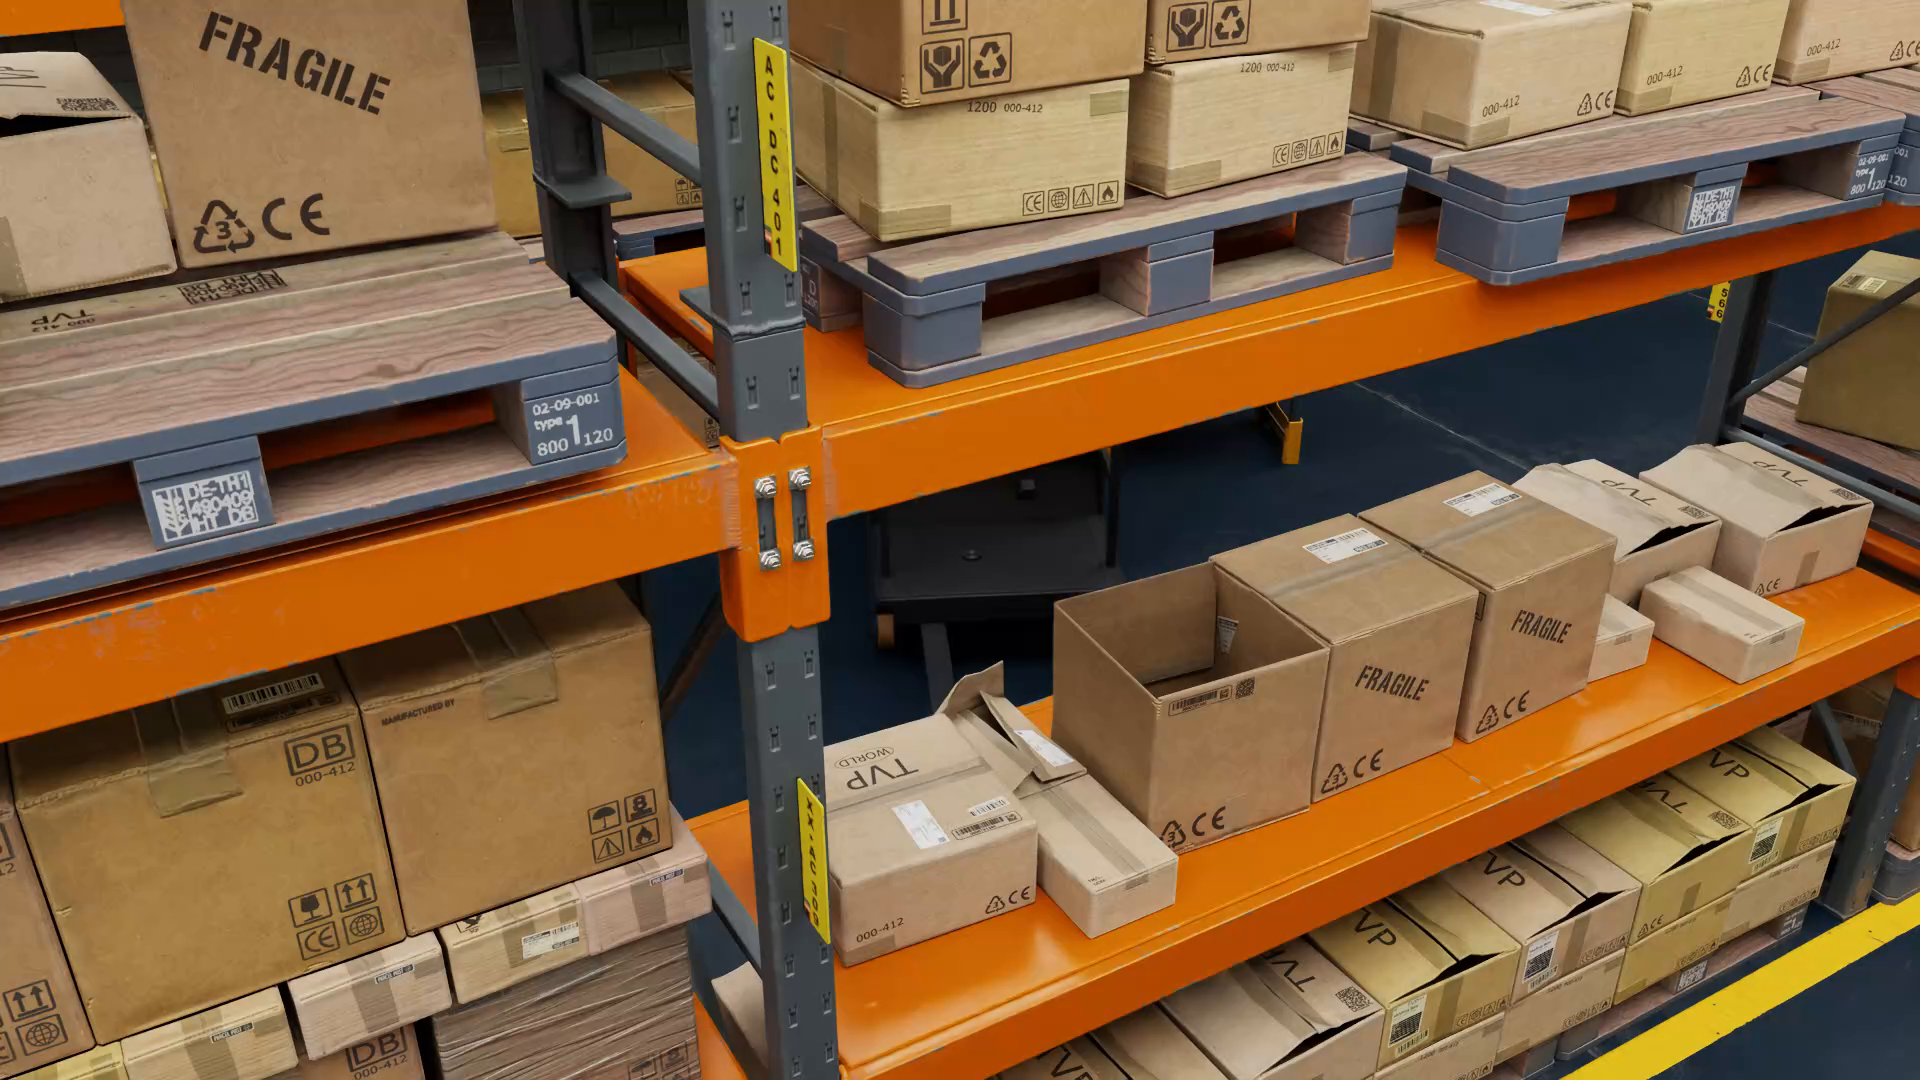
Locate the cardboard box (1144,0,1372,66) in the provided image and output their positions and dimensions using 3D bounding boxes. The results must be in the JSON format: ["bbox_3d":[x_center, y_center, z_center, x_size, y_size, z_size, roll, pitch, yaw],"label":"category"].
[{"bbox_3d":[0.478,-1.262,3.273,0.500,0.500,0.500,-13,31,-22],"label":"cardboard box"}]

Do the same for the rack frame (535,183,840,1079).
[{"bbox_3d":[-0.553,0.781,3.730,0.127,3.000,1.000,-16,33,-26],"label":"rack frame"}]

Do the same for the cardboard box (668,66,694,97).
[{"bbox_3d":[-1.080,-2.064,8.326,0.500,0.500,0.700,-16,33,-26],"label":"cardboard box"}]

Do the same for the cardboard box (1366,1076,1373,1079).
[{"bbox_3d":[0.807,1.553,4.743,0.500,0.250,0.500,-17,33,-28],"label":"cardboard box"}]

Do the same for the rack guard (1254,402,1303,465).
[{"bbox_3d":[1.754,-0.658,9.183,0.087,0.250,0.587,-4,29,-7],"label":"rack guard"}]

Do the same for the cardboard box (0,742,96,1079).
[{"bbox_3d":[-1.800,0.527,2.745,0.500,0.500,0.700,-16,33,-26],"label":"cardboard box"}]

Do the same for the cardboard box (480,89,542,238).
[{"bbox_3d":[-2.125,-1.762,7.780,0.500,0.500,0.700,-12,31,-21],"label":"cardboard box"}]

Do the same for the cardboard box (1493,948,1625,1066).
[{"bbox_3d":[1.688,1.302,5.198,0.500,0.250,0.500,-15,32,-25],"label":"cardboard box"}]

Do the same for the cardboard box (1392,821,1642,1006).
[{"bbox_3d":[1.687,1.059,5.057,0.500,0.311,0.500,-16,33,-27],"label":"cardboard box"}]

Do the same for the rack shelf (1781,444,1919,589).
[{"bbox_3d":[4.620,-0.373,6.566,4.000,0.370,1.077,-16,33,-26],"label":"rack shelf"}]

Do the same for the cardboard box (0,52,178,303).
[{"bbox_3d":[-1.587,-0.593,2.628,0.500,0.311,0.500,-18,34,-29],"label":"cardboard box"}]

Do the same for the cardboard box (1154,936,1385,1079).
[{"bbox_3d":[0.809,1.310,4.602,0.500,0.311,0.500,-17,33,-28],"label":"cardboard box"}]

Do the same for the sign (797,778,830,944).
[{"bbox_3d":[-0.271,0.598,3.084,0.005,0.325,0.100,-16,33,-26],"label":"sign"}]

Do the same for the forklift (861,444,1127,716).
[{"bbox_3d":[0.143,-0.966,6.966,1.130,2.935,3.031,-3,29,-5],"label":"forklift"}]

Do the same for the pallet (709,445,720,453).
[{"bbox_3d":[-1.343,-0.553,9.033,1.213,0.211,1.003,-16,33,-26],"label":"pallet"}]

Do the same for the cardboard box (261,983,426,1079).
[{"bbox_3d":[-1.384,0.980,3.266,0.500,0.500,0.700,-16,33,-27],"label":"cardboard box"}]

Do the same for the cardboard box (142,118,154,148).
[{"bbox_3d":[-3.577,-1.525,7.268,0.500,0.500,0.500,-17,33,-27],"label":"cardboard box"}]

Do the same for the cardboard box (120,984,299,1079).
[{"bbox_3d":[-1.344,0.799,2.924,0.250,0.149,0.380,-16,33,-26],"label":"cardboard box"}]

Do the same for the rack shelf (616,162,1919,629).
[{"bbox_3d":[1.171,-0.707,4.067,4.000,0.370,1.077,-16,33,-26],"label":"rack shelf"}]

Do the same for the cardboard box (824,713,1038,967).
[{"bbox_3d":[-0.151,0.708,4.018,0.500,0.250,0.500,-14,32,-23],"label":"cardboard box"}]

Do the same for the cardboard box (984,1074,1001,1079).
[{"bbox_3d":[-0.071,1.558,4.153,0.500,0.311,0.500,-16,33,-26],"label":"cardboard box"}]

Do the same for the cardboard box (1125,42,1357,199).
[{"bbox_3d":[0.455,-0.933,3.452,0.500,0.250,0.500,-19,34,-31],"label":"cardboard box"}]

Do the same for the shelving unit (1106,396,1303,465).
[{"bbox_3d":[1.261,-1.172,8.821,1.083,1.500,0.587,-4,29,-7],"label":"shelving unit"}]

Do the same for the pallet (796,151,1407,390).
[{"bbox_3d":[0.201,-0.670,3.453,1.217,0.209,0.805,-17,33,-28],"label":"pallet"}]

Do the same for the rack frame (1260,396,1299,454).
[{"bbox_3d":[1.755,-1.205,8.881,0.032,1.500,0.500,-4,29,-7],"label":"rack frame"}]

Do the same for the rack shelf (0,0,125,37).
[{"bbox_3d":[-4.790,-1.791,6.030,4.000,0.370,1.077,-16,33,-26],"label":"rack shelf"}]

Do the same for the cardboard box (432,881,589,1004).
[{"bbox_3d":[-0.893,0.669,3.159,0.250,0.149,0.380,-17,33,-27],"label":"cardboard box"}]

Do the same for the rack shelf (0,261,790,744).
[{"bbox_3d":[-2.278,0.272,2.292,4.000,0.370,1.077,-16,33,-26],"label":"rack shelf"}]

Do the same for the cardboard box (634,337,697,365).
[{"bbox_3d":[-1.615,-1.134,8.555,0.500,0.250,0.500,-17,33,-28],"label":"cardboard box"}]

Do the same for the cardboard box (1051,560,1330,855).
[{"bbox_3d":[0.571,0.427,4.268,0.500,0.500,0.500,-13,32,-23],"label":"cardboard box"}]

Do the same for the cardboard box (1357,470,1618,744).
[{"bbox_3d":[1.457,0.176,4.724,0.500,0.500,0.500,-18,34,-29],"label":"cardboard box"}]

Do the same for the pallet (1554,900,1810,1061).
[{"bbox_3d":[2.166,1.208,5.843,1.213,0.211,1.003,-16,33,-26],"label":"pallet"}]

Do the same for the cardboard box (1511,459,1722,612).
[{"bbox_3d":[2.026,-0.021,5.276,0.500,0.311,0.500,-16,33,-27],"label":"cardboard box"}]

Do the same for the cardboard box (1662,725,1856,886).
[{"bbox_3d":[2.569,0.807,5.514,0.500,0.311,0.500,-15,32,-25],"label":"cardboard box"}]

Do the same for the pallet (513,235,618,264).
[{"bbox_3d":[-2.333,-1.324,7.744,1.213,0.211,1.003,-16,33,-26],"label":"pallet"}]

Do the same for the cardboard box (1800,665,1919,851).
[{"bbox_3d":[3.433,0.711,5.989,0.500,0.500,0.500,-14,32,-24],"label":"cardboard box"}]

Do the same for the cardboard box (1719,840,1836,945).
[{"bbox_3d":[2.565,1.052,5.650,0.500,0.250,0.500,-15,32,-25],"label":"cardboard box"}]

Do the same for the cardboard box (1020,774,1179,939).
[{"bbox_3d":[0.314,0.759,4.030,0.250,0.149,0.380,-16,33,-26],"label":"cardboard box"}]

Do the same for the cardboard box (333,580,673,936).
[{"bbox_3d":[-0.933,0.280,3.191,0.500,0.500,0.700,-16,33,-26],"label":"cardboard box"}]

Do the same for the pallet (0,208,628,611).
[{"bbox_3d":[-1.276,-0.274,2.629,1.213,0.211,1.003,-16,33,-26],"label":"pallet"}]

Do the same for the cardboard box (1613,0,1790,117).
[{"bbox_3d":[1.591,-1.224,3.980,0.500,0.250,0.500,-17,33,-27],"label":"cardboard box"}]

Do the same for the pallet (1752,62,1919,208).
[{"bbox_3d":[2.356,-1.225,4.457,1.003,0.211,1.213,-14,32,-24],"label":"pallet"}]
